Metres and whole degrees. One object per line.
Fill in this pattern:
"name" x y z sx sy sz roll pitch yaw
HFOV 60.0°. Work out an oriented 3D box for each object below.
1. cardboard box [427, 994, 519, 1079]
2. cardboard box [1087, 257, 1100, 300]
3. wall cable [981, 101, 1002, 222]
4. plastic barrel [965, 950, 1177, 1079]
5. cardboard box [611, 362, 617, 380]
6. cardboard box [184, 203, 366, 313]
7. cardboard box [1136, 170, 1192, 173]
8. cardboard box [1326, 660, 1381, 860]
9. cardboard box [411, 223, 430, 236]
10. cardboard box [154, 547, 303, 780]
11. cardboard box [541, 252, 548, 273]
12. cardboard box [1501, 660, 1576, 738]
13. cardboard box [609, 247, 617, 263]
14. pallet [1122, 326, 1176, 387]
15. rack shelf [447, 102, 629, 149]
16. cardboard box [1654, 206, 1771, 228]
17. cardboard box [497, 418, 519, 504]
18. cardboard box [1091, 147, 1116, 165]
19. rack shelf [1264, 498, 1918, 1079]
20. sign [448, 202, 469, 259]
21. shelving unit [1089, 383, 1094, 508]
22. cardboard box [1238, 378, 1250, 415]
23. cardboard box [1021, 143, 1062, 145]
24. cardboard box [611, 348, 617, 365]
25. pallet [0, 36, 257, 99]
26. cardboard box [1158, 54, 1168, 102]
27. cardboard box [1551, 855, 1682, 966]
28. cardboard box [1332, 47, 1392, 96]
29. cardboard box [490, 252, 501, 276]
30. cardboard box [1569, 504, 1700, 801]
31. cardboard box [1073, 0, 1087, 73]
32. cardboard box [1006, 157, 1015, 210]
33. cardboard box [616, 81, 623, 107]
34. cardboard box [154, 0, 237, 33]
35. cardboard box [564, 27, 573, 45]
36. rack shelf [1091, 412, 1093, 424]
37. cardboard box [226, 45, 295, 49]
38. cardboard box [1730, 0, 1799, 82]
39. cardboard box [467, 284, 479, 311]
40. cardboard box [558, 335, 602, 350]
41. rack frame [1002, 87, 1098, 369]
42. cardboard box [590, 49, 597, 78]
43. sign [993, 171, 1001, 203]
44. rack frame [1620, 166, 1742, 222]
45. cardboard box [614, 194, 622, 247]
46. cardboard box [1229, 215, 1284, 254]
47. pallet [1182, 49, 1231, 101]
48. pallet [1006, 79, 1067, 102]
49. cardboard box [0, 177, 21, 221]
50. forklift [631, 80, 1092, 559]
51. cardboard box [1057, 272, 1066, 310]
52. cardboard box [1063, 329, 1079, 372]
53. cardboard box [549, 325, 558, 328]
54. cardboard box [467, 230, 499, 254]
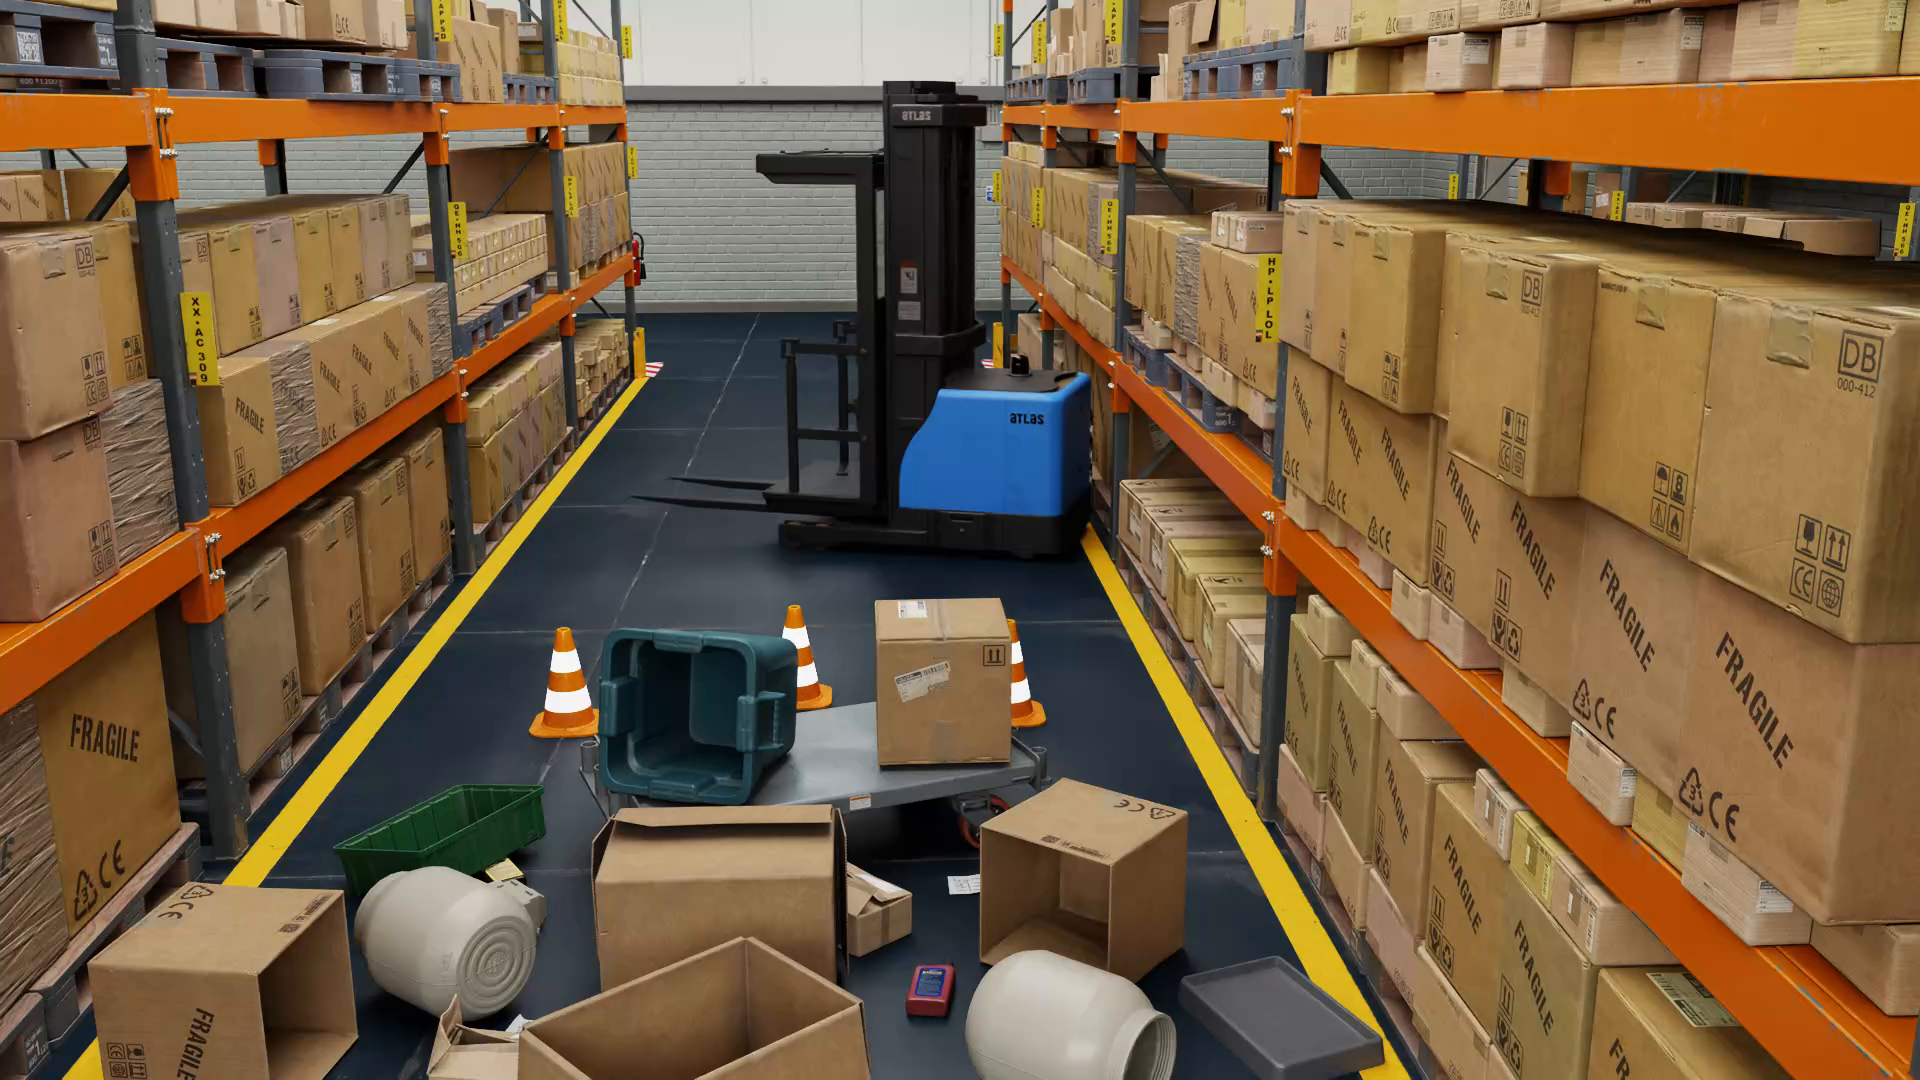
"cardboard box" -1.287 1.483 4.731 0.396 0.266 0.258 2 15 6
"cardboard box" 1.136 -1.750 11.107 0.500 0.250 0.500 -1 14 -5
"wall cable" 0.586 -5.236 23.253 0.585 1.953 0.123 -1 14 -3
"plastic barrel" 0.311 1.410 4.696 0.512 0.421 0.421 10 18 35
"cardboard box" -3.580 -1.667 16.363 0.380 0.149 0.250 -2 15 -6
"cardboard box" -3.395 -1.403 8.251 0.700 0.500 0.500 -1 14 -4
"cardboard box" 1.525 -2.628 13.015 0.500 0.500 0.500 -1 14 -2
"cardboard box" 1.515 0.707 5.429 0.500 0.500 0.500 0 14 -1
"cardboard box" -4.096 -2.236 12.164 0.380 0.149 0.250 -1 14 -4
"cardboard box" -3.360 0.493 6.763 1.050 0.750 0.750 -1 14 -4
"cardboard box" -3.505 -2.216 13.281 0.380 0.149 0.250 -1 14 -5
"cardboard box" 1.565 0.368 4.081 0.380 0.149 0.250 -1 14 -4
"cardboard box" -3.625 -2.839 16.544 0.380 0.149 0.250 0 14 -2
"pallet" 1.605 -1.068 9.543 1.213 0.211 1.003 -1 14 -3
"rack shelf" -3.851 -3.832 15.323 1.077 0.370 4.000 -1 14 -3
"cardboard box" 6.000 -2.408 13.323 0.700 0.500 0.500 -1 14 -3
"cardboard box" -3.303 -0.533 11.251 0.500 0.500 0.500 -1 14 -3
"cardboard box" 1.357 -3.387 14.663 0.380 0.149 0.250 -1 14 -4
"rack shelf" 1.827 0.504 4.492 1.077 0.370 4.000 -1 14 -3
"sign" -2.926 -1.805 9.699 0.100 0.325 0.005 -1 14 -3
"shelving unit" 0.823 -0.647 11.736 0.210 0.900 0.258 0 14 0
"cardboard box" 1.397 -0.613 7.051 0.380 0.149 0.250 -1 14 -5
"cardboard box" 0.797 -3.820 16.346 0.380 0.149 0.250 -1 14 -3
"cardboard box" -3.579 -1.807 16.311 0.380 0.149 0.250 -1 14 -3
"pallet" -3.338 -1.828 6.474 0.805 0.209 1.217 -1 15 -6
"cardboard box" 1.320 -2.580 9.283 0.396 0.266 0.258 -1 14 -3
"cardboard box" 1.551 0.818 3.695 0.380 0.149 0.250 0 14 -2
"cardboard box" 1.435 -1.526 5.420 0.380 0.149 0.250 -1 14 -3
"cardboard box" -3.390 -1.905 11.473 0.380 0.149 0.250 -1 14 -4
"cardboard box" 1.615 0.205 3.412 0.500 0.500 0.500 -1 14 -3
"cardboard box" 1.056 -3.475 11.450 0.500 0.500 0.500 -1 14 -3
"cardboard box" 0.744 -3.607 16.818 0.500 0.500 0.500 -1 14 -5
"cardboard box" -3.683 -4.496 16.761 0.500 0.250 0.500 -1 14 -5
"cardboard box" -3.048 -2.085 6.551 0.250 0.149 0.380 -1 14 -3
"cardboard box" -3.530 -4.316 14.260 0.380 0.149 0.250 -1 14 -5
"rack shelf" 0.823 -0.876 11.677 0.200 0.077 0.258 0 14 0
"cardboard box" -3.623 -2.559 8.190 0.500 0.250 0.500 0 14 -2
"cardboard box" 1.619 -0.891 2.952 0.380 0.149 0.250 0 14 -2
"cardboard box" -3.339 -1.565 10.751 0.380 0.149 0.250 0 14 -1
"cardboard box" -3.658 -1.883 16.011 0.380 0.149 0.250 -1 14 -5
"rack frame" 0.959 -3.326 17.935 1.000 3.000 0.127 -1 14 -3
"cardboard box" -3.611 -4.356 15.215 0.500 0.250 0.500 -2 15 -6
"sign" 0.405 -3.777 17.789 0.100 0.325 0.005 -1 14 -3
"rack frame" 6.161 -2.409 14.370 1.000 3.000 0.127 -1 14 -3
"cardboard box" -3.664 -3.181 16.573 0.500 0.500 0.500 -1 14 -4
"cardboard box" 1.393 -1.334 7.251 0.380 0.149 0.250 -1 14 -5
"pallet" 1.703 -2.117 7.591 1.213 0.211 1.003 -1 14 -3
"pallet" 1.016 -4.552 16.855 1.003 0.211 1.213 -1 14 -3
"cardboard box" -8.481 -2.859 14.317 0.500 0.500 0.500 -1 14 -3
"forklift" -0.689 -1.482 10.903 3.031 2.935 1.130 4 15 15
"cardboard box" 1.020 -1.889 12.649 0.500 0.250 0.500 -1 14 -4
"cardboard box" 1.325 -1.353 13.686 0.875 0.875 0.875 0 14 -2
"cardboard box" -4.257 -2.069 16.731 0.380 0.149 0.250 -1 14 -4
"cardboard box" -3.398 -2.050 11.441 0.380 0.149 0.250 0 14 -2
